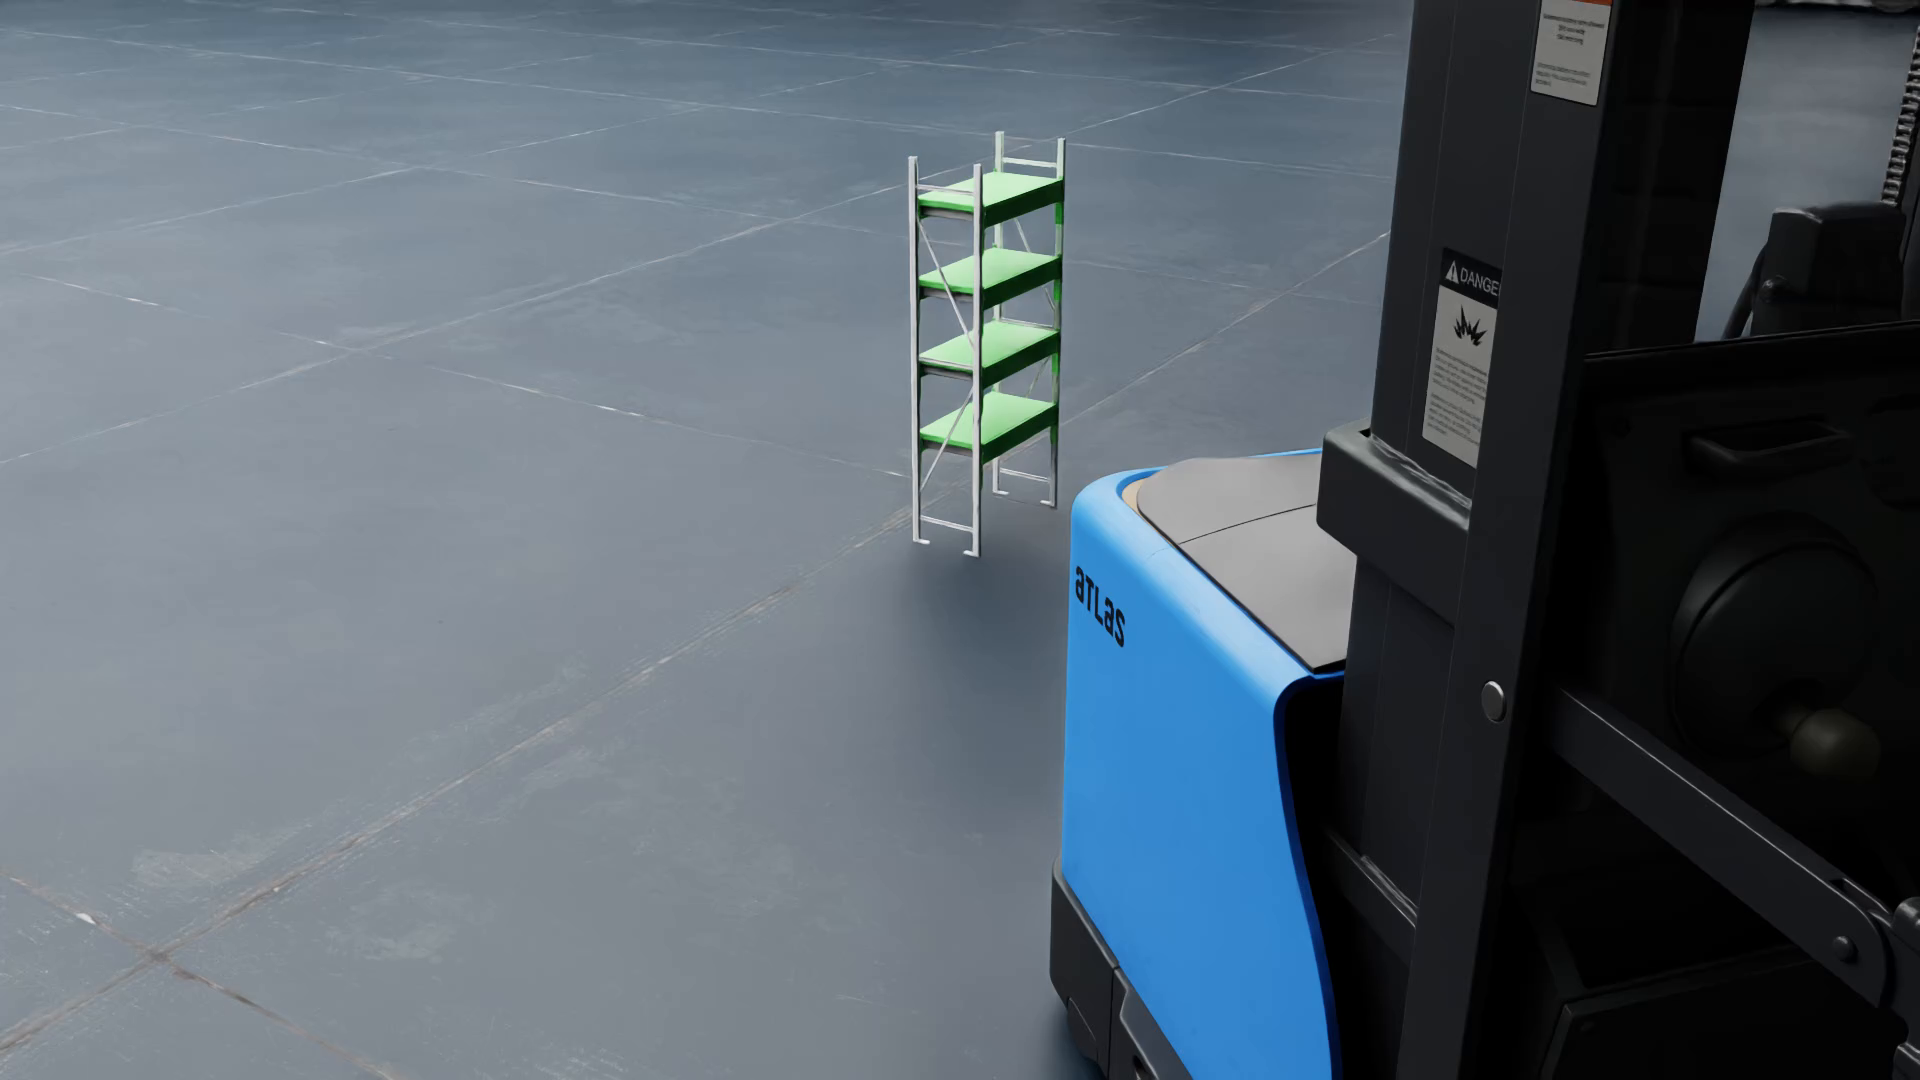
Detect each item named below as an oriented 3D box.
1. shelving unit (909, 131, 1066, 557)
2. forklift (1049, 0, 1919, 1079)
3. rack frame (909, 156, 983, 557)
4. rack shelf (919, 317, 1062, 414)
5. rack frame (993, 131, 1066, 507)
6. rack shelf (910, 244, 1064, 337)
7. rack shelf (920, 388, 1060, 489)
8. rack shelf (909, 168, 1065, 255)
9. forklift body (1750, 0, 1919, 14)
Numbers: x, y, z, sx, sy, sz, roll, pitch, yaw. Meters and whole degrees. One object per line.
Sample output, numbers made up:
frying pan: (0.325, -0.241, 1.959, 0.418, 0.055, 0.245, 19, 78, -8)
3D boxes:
shelving unit: (0.087, -0.606, 5.141, 0.258, 1.200, 0.503, 14, 27, 29)
forklift: (1.103, 0.029, 1.494, 1.130, 2.935, 3.031, -7, 24, -16)
rack frame: (-0.041, -0.524, 4.950, 0.240, 1.200, 0.015, 14, 27, 29)
rack shelf: (0.087, -0.548, 5.166, 0.258, 0.148, 0.480, 14, 27, 29)
rack frame: (0.216, -0.689, 5.331, 0.240, 1.200, 0.015, 14, 27, 29)
rack shelf: (0.087, -0.768, 5.071, 0.258, 0.148, 0.480, 14, 27, 29)
rack shelf: (0.087, -0.328, 5.261, 0.258, 0.148, 0.480, 14, 27, 29)
rack shelf: (0.087, -0.988, 4.975, 0.258, 0.148, 0.480, 14, 27, 29)
forklift body: (10.615, -7.522, 19.917, 2.313, 2.155, 1.214, 14, 27, 29)
